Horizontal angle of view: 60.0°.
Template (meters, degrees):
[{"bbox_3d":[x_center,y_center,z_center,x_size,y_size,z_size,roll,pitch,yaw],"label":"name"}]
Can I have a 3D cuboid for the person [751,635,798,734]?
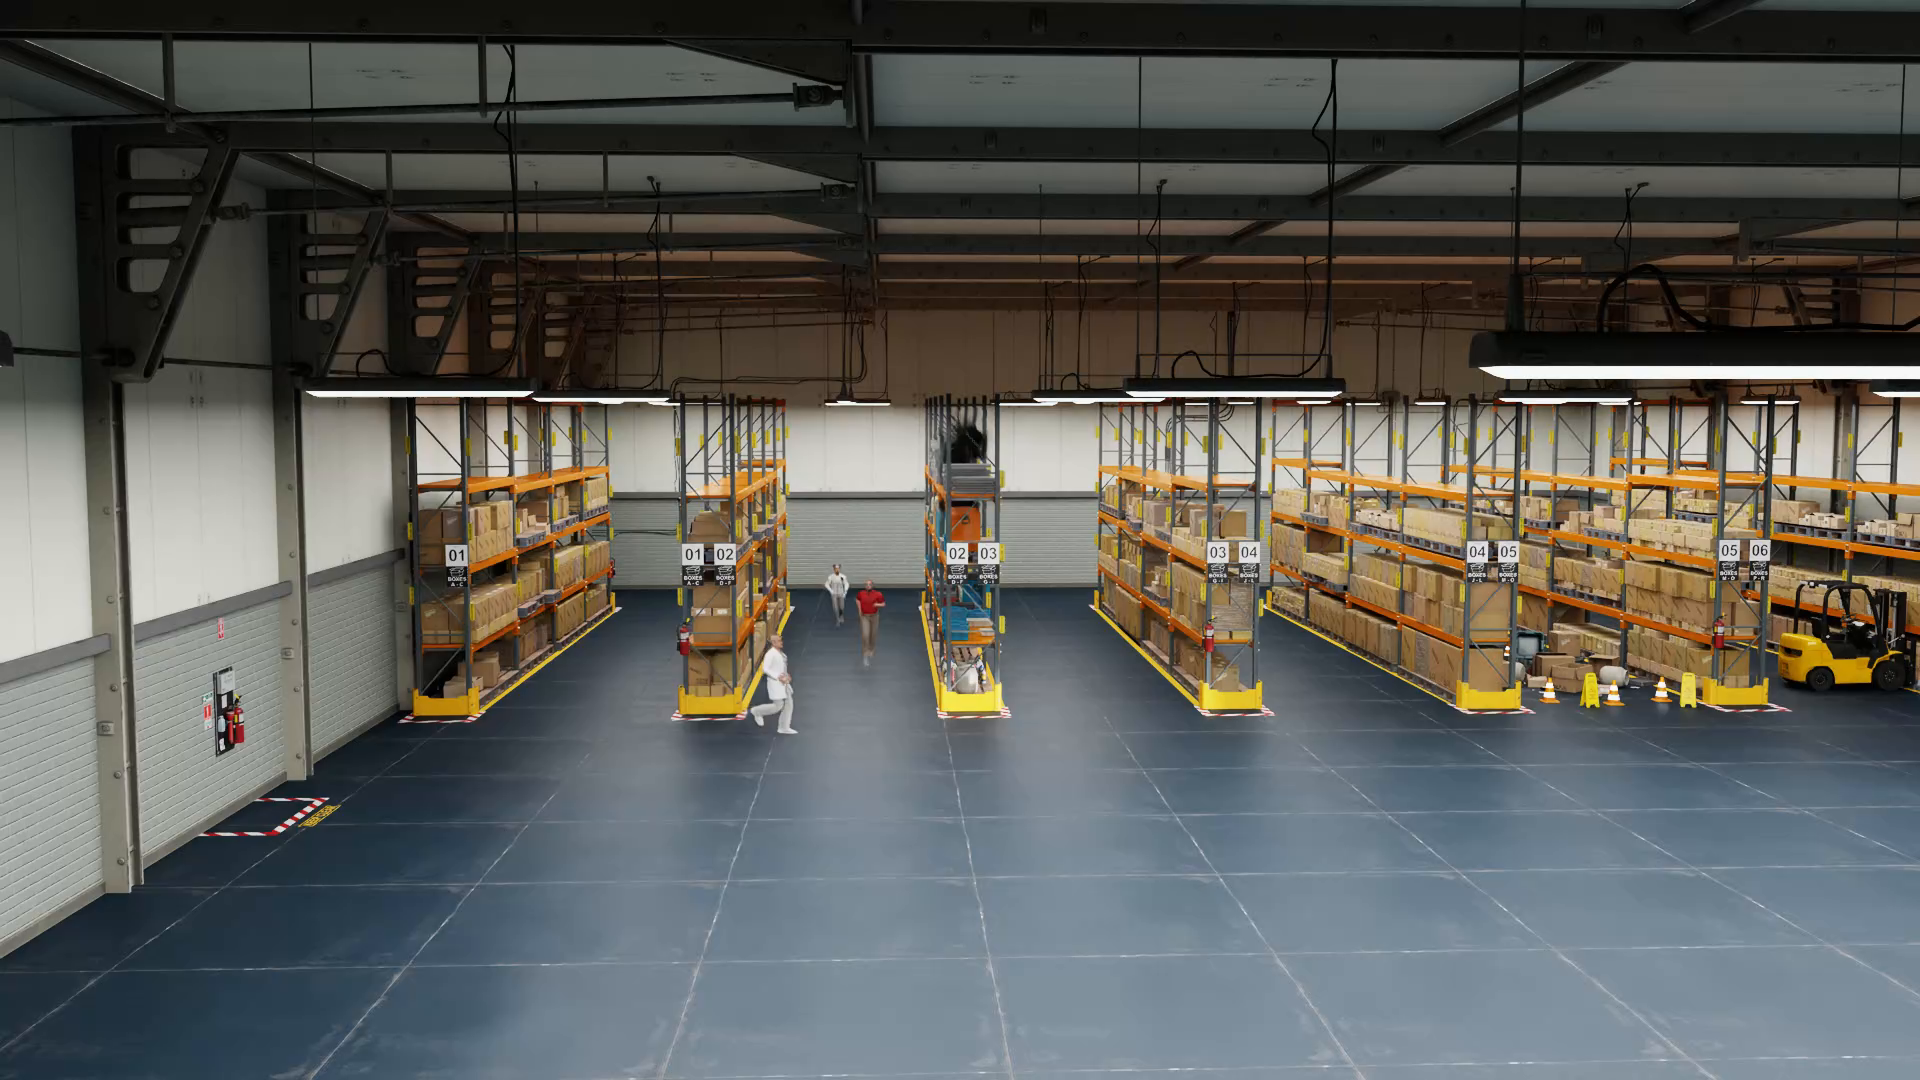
[{"bbox_3d":[-3.259,2.544,29.311,0.857,1.755,0.715,2,5,20],"label":"person"}]

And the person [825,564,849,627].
[{"bbox_3d":[-3.236,1.442,43.753,0.625,1.664,0.542,0,5,-6],"label":"person"}]

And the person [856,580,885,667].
[{"bbox_3d":[-1.922,1.772,35.890,0.626,1.849,0.755,0,5,-5],"label":"person"}]

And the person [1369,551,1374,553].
[{"bbox_3d":[11.331,1.201,45.814,0.672,1.819,0.928,-1,5,-15],"label":"person"}]
